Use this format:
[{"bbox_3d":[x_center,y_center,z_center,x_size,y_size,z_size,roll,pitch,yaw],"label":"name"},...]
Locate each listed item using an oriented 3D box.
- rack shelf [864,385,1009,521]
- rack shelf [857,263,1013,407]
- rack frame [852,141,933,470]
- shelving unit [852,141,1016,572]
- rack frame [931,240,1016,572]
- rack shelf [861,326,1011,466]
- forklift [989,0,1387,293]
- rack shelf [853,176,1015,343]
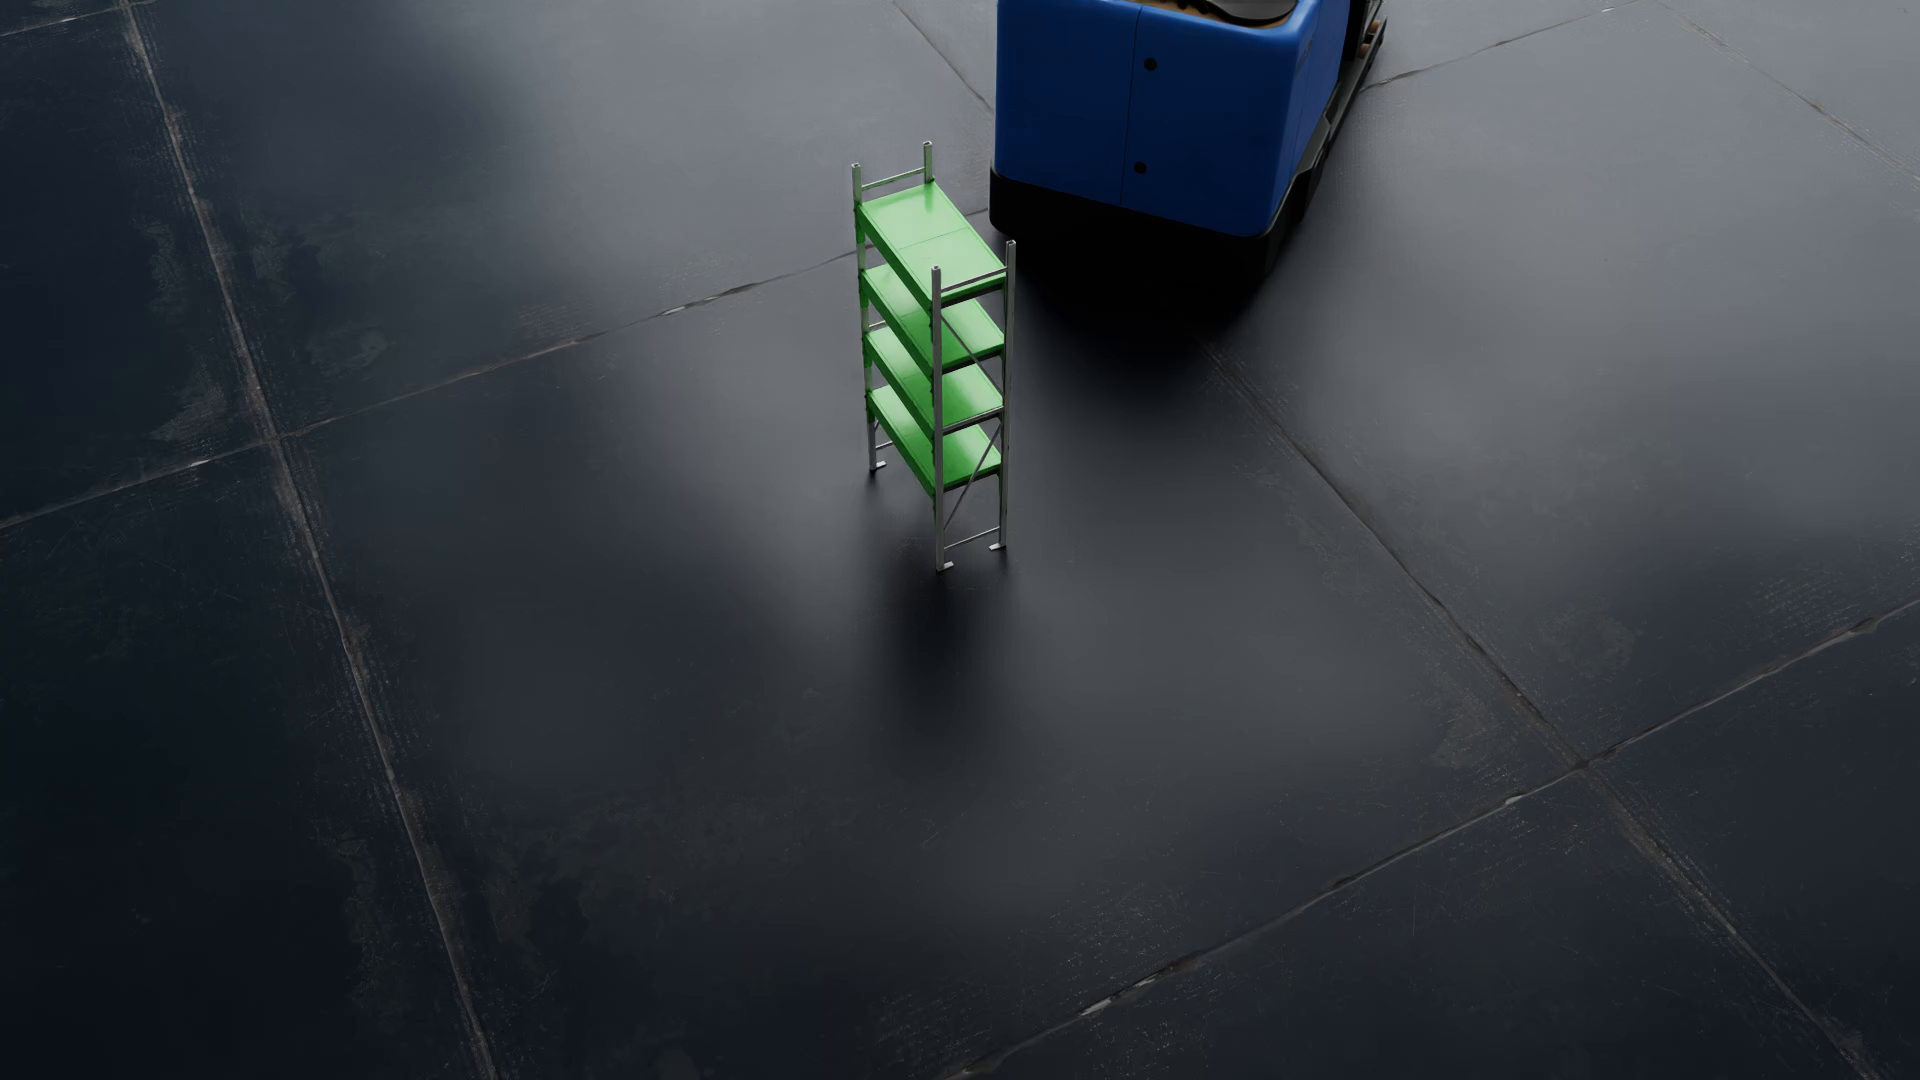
[{"bbox_3d":[-0.076,-0.306,5.124,0.258,0.148,0.480,-21,52,-18],"label":"rack shelf"},{"bbox_3d":[-0.076,-0.622,4.763,0.258,0.148,0.480,-21,52,-18],"label":"rack shelf"},{"bbox_3d":[-0.187,-0.669,5.038,0.240,1.200,0.015,-21,52,-18],"label":"rack frame"},{"bbox_3d":[-0.076,-0.506,4.895,0.258,1.200,0.503,-21,52,-18],"label":"shelving unit"},{"bbox_3d":[0.036,-0.342,4.752,0.240,1.200,0.015,-21,52,-18],"label":"rack frame"},{"bbox_3d":[-0.076,-0.464,4.943,0.258,0.148,0.480,-21,52,-18],"label":"rack shelf"},{"bbox_3d":[1.145,-2.975,5.905,1.130,2.935,3.031,17,51,15],"label":"forklift"},{"bbox_3d":[-0.076,-0.780,4.582,0.258,0.148,0.480,-21,52,-18],"label":"rack shelf"}]
